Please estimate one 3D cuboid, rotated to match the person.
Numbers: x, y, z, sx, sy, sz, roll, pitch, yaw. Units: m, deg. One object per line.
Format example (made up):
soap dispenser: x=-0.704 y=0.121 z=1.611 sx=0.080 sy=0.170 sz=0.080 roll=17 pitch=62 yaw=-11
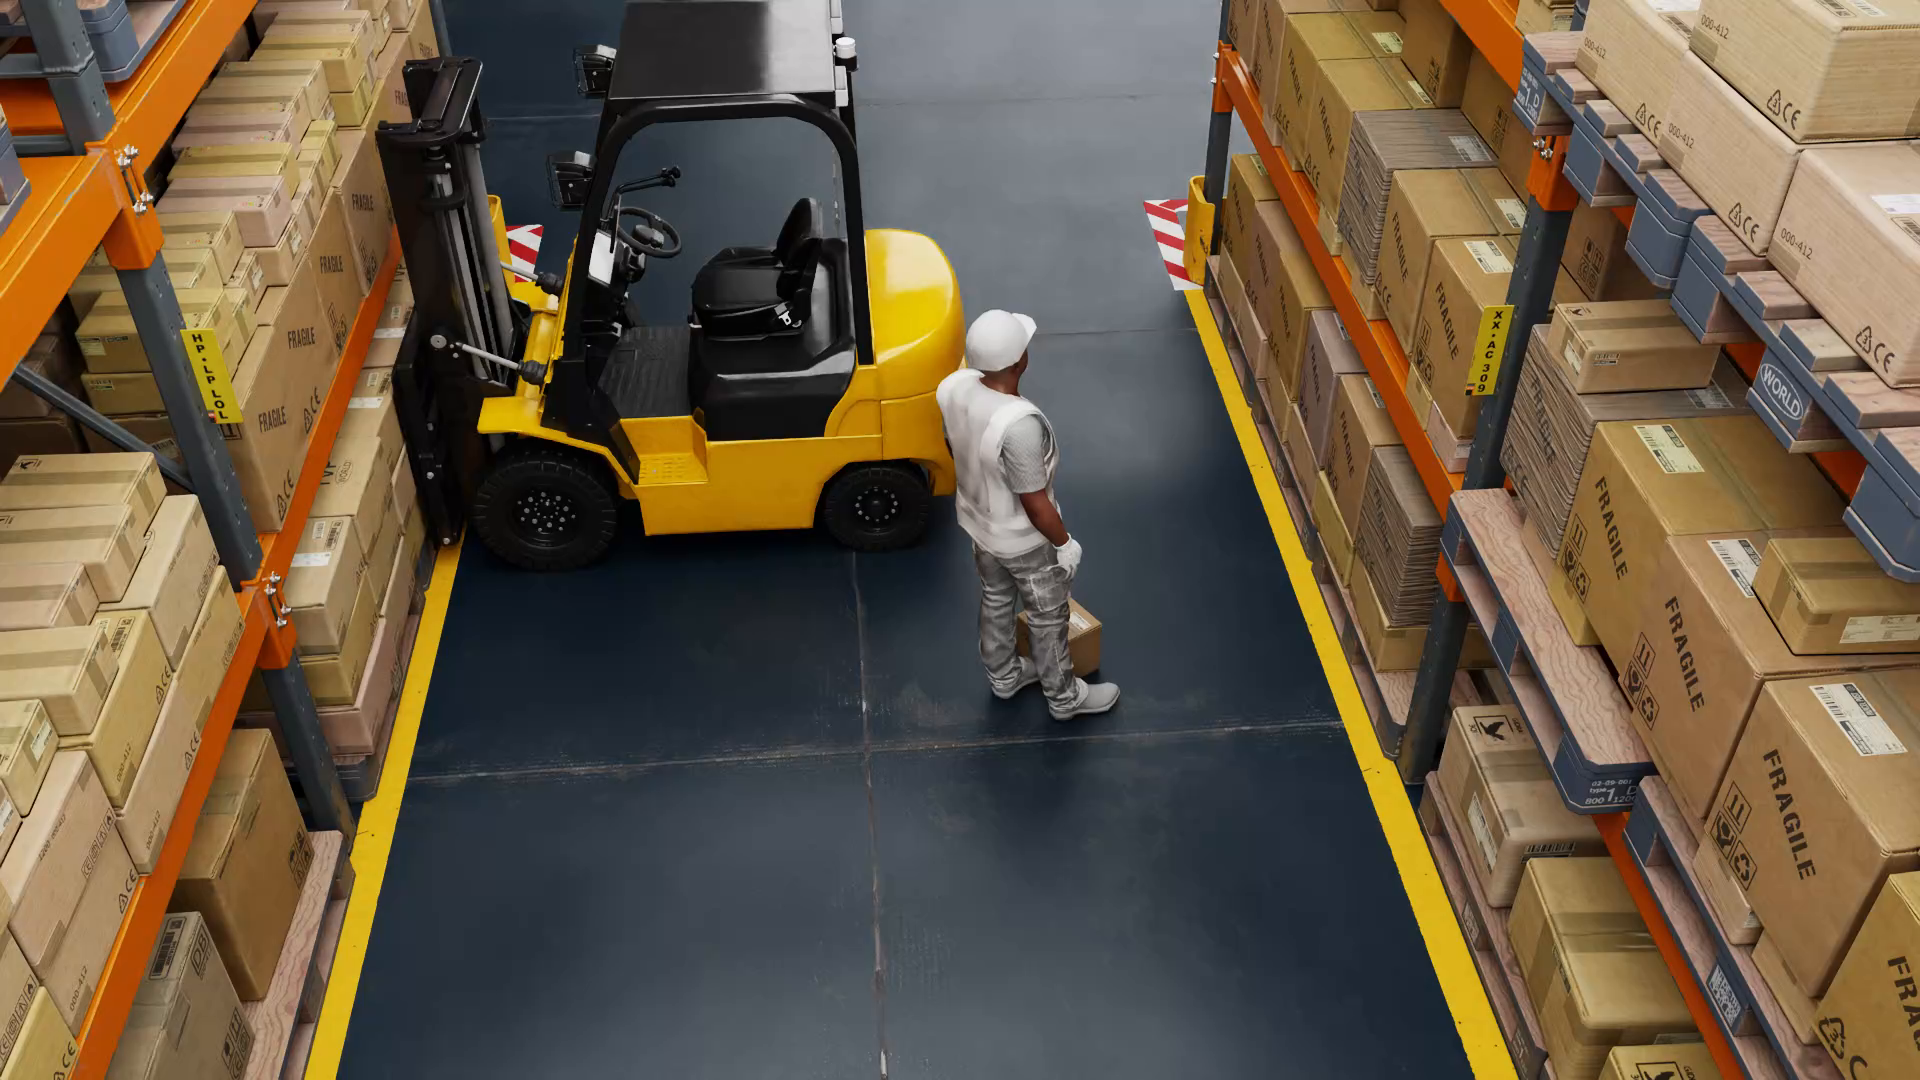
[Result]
person: x=0.257 y=-0.099 z=6.247 sx=0.576 sy=1.784 sz=0.655 roll=-23 pitch=44 yaw=-26
